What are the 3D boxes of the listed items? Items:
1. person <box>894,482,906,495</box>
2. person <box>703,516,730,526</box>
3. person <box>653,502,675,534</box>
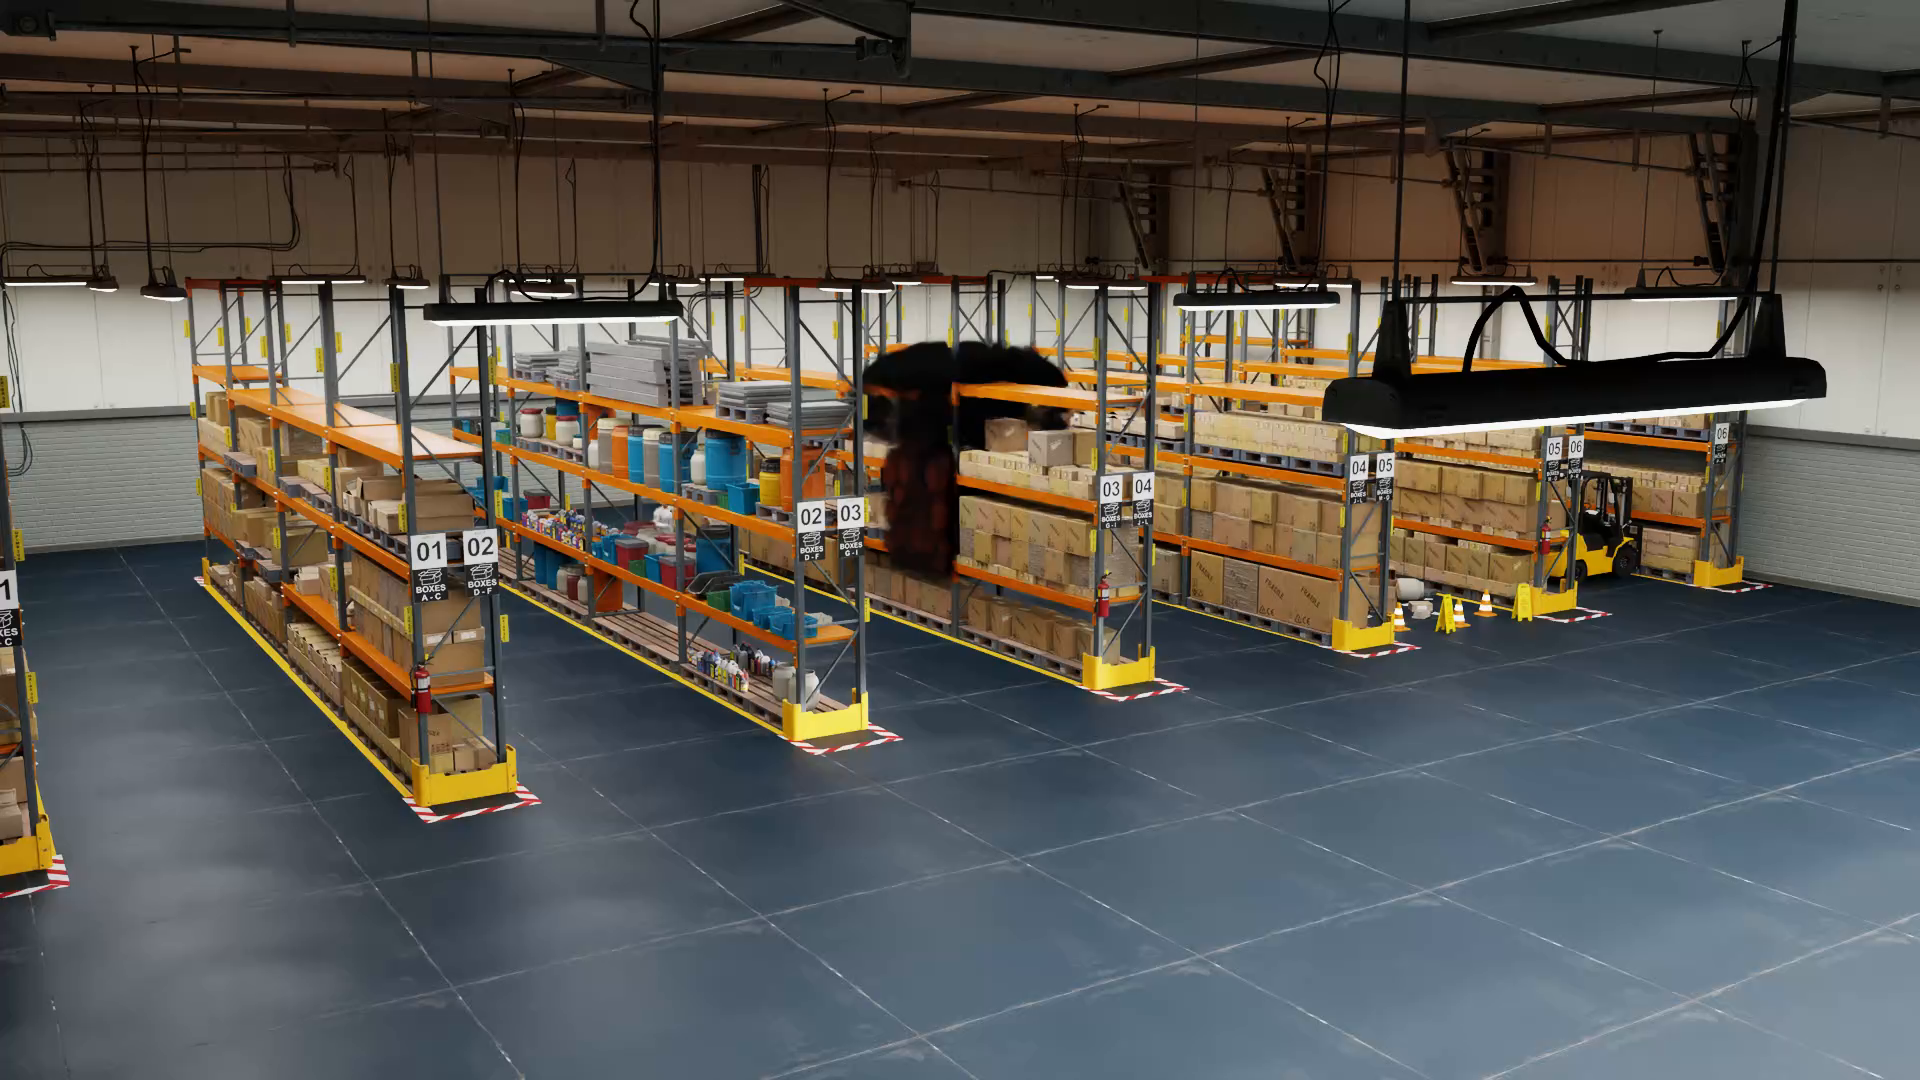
[{"bbox_3d":[-1.458,-1.548,42.086,0.796,1.733,0.707,3,10,19],"label":"person"},{"bbox_3d":[-4.923,-0.136,33.773,0.673,1.707,0.872,-5,11,-30],"label":"person"},{"bbox_3d":[-5.929,-0.138,33.704,0.625,1.659,0.822,-5,11,-26],"label":"person"}]
